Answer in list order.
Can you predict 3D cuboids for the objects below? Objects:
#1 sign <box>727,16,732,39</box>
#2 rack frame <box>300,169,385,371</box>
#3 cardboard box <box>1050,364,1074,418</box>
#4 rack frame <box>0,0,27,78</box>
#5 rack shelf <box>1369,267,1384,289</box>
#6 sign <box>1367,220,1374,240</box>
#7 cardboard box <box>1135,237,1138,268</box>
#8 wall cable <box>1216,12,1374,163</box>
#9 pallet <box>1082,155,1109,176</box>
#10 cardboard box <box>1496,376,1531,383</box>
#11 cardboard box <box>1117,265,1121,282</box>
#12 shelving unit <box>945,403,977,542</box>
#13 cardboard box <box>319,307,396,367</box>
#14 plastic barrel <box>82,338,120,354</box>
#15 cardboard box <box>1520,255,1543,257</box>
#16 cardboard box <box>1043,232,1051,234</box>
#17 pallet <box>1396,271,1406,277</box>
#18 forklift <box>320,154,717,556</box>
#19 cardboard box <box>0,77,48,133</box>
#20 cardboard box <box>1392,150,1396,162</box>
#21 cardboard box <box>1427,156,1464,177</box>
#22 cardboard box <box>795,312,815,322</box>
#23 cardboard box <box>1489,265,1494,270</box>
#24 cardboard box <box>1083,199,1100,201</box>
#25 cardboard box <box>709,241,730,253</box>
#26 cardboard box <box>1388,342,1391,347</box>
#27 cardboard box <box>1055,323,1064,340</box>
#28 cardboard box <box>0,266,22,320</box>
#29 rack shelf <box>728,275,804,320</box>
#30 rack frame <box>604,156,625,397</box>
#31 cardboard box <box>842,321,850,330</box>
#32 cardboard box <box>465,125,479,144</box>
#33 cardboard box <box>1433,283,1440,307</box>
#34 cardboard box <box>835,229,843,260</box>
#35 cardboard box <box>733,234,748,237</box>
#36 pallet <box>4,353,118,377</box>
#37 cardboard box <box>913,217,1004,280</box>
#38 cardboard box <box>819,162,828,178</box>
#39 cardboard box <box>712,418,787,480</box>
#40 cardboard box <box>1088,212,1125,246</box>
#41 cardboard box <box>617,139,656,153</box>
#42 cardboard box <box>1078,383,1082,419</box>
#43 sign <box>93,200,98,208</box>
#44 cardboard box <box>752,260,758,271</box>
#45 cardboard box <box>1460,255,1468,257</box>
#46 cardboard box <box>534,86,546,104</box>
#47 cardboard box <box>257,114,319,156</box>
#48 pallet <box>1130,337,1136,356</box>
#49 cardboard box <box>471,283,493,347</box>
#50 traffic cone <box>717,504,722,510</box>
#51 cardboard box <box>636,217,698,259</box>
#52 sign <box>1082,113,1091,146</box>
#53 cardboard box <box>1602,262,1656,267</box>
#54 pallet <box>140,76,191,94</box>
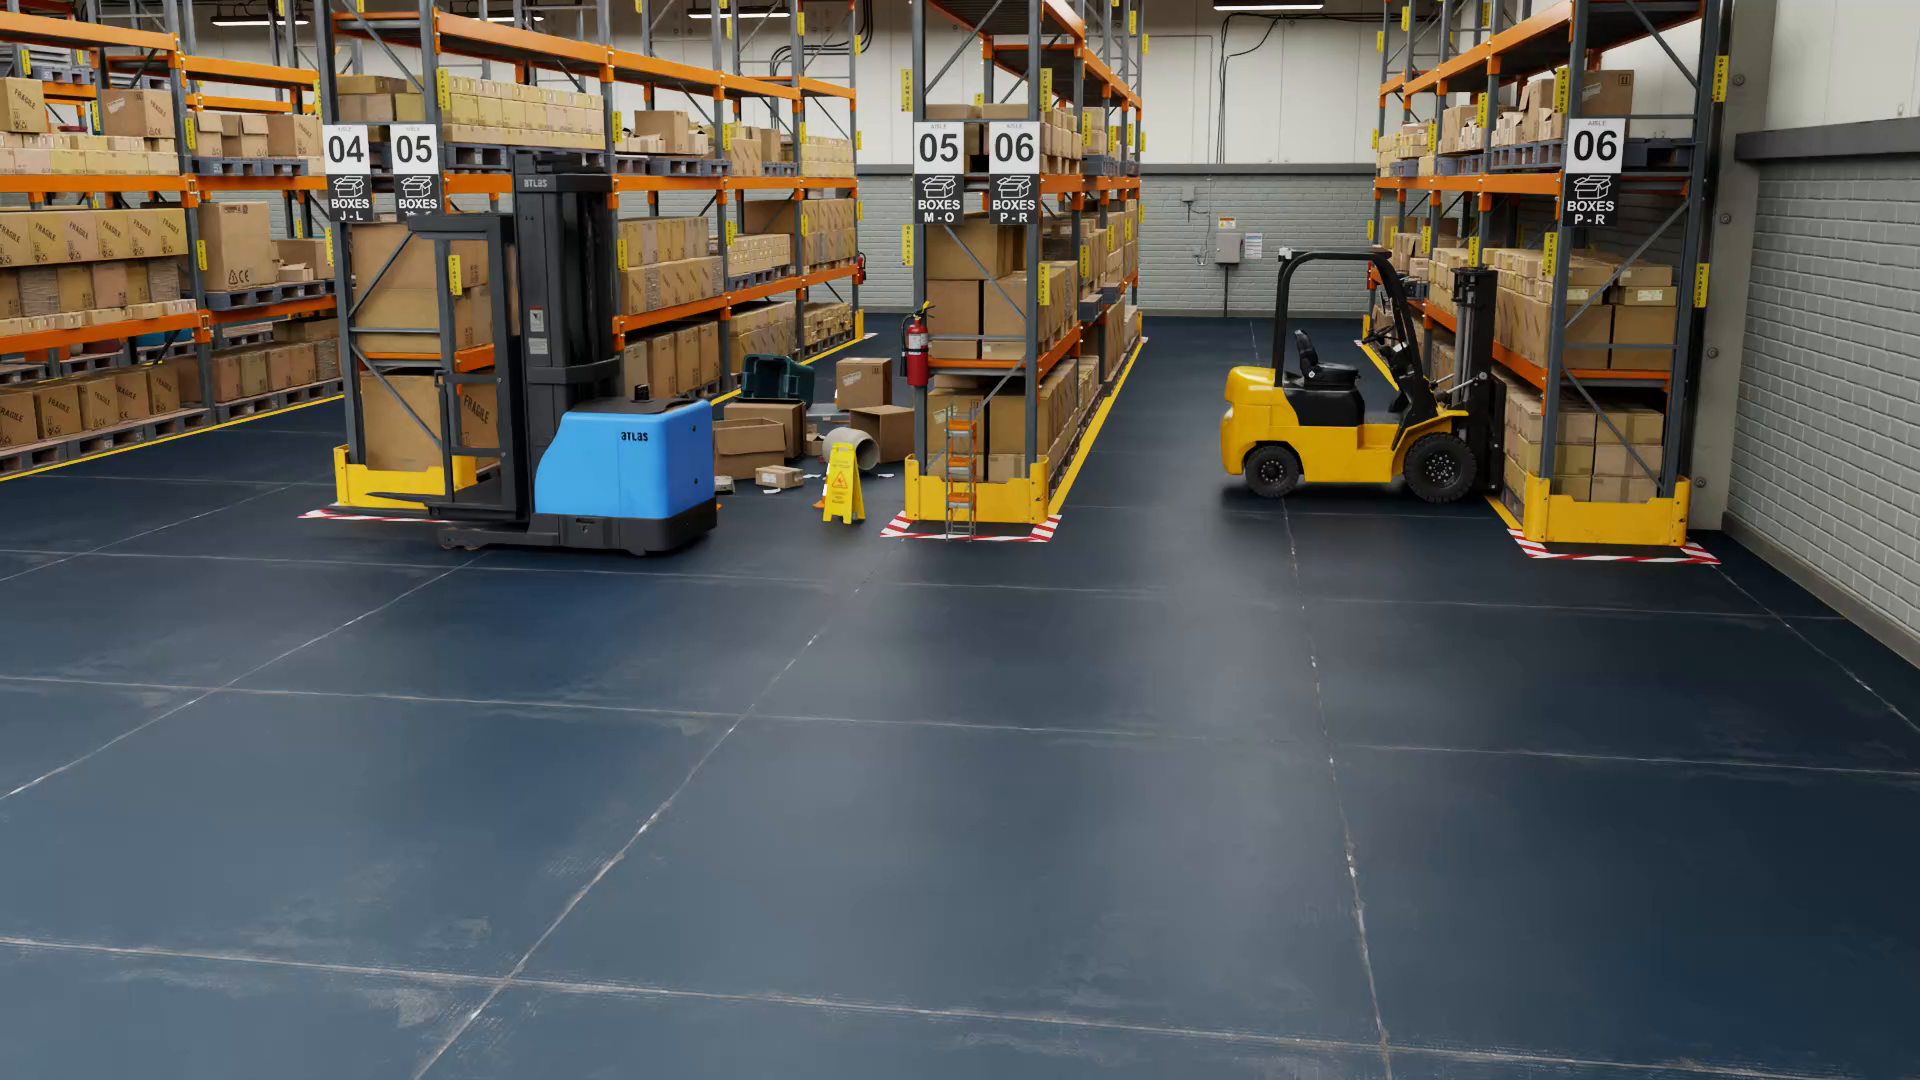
[{"bbox_3d":[-3.465,-7.724,25.067,0.100,0.325,0.005,2,12,9],"label":"sign"},{"bbox_3d":[-8.432,-3.623,22.686,1.000,3.000,0.127,2,12,9],"label":"rack frame"},{"bbox_3d":[0.842,-1.460,16.396,0.500,0.500,0.500,2,12,10],"label":"cardboard box"},{"bbox_3d":[-13.326,-6.717,22.799,1.000,3.000,0.127,2,12,9],"label":"rack frame"},{"bbox_3d":[7.188,-4.040,26.325,1.077,0.370,4.000,2,12,9],"label":"rack shelf"},{"bbox_3d":[6.959,-5.248,28.171,0.100,0.325,0.005,2,12,9],"label":"sign"},{"bbox_3d":[2.777,-4.907,28.408,0.500,0.500,0.500,2,12,9],"label":"cardboard box"},{"bbox_3d":[6.676,-8.989,33.254,2.988,3.039,0.133,2,12,9],"label":"wall cable"},{"bbox_3d":[0.945,-3.969,17.617,1.213,0.211,1.003,2,12,9],"label":"pallet"},{"bbox_3d":[5.111,-1.359,15.335,0.500,0.250,0.500,2,12,11],"label":"cardboard box"},{"bbox_3d":[2.075,-3.854,24.113,0.500,0.250,0.500,2,12,8],"label":"cardboard box"},{"bbox_3d":[0.008,-0.524,12.934,0.215,1.050,0.252,2,12,9],"label":"shelving unit"},{"bbox_3d":[-8.306,-2.933,23.529,1.225,0.875,0.875,1,12,6],"label":"cardboard box"},{"bbox_3d":[-13.094,-3.148,25.207,0.600,0.588,0.708,2,12,9],"label":"plastic barrel"},{"bbox_3d":[5.167,-2.441,14.717,0.380,0.149,0.250,2,12,9],"label":"cardboard box"},{"bbox_3d":[0.829,-3.292,19.210,0.500,0.500,0.500,1,12,7],"label":"cardboard box"},{"bbox_3d":[6.649,-3.718,23.582,1.003,0.211,1.213,2,12,9],"label":"pallet"},{"bbox_3d":[-3.496,-1.459,12.805,3.031,2.935,1.130,3,13,14],"label":"forklift"},{"bbox_3d":[-9.168,-4.163,15.942,0.500,0.500,0.500,2,12,8],"label":"cardboard box"},{"bbox_3d":[6.776,-5.730,24.993,0.500,0.250,0.500,1,12,7],"label":"cardboard box"},{"bbox_3d":[6.104,-4.650,20.686,0.500,0.250,0.500,1,12,7],"label":"cardboard box"},{"bbox_3d":[-2.565,-3.606,26.966,0.380,0.149,0.250,2,12,7],"label":"cardboard box"},{"bbox_3d":[5.302,-2.564,15.992,0.380,0.149,0.250,2,12,10],"label":"cardboard box"},{"bbox_3d":[2.128,-5.538,27.422,0.380,0.149,0.250,2,12,9],"label":"cardboard box"},{"bbox_3d":[-3.284,-3.906,22.184,0.380,0.149,0.250,2,12,9],"label":"cardboard box"},{"bbox_3d":[6.676,-2.912,25.156,0.380,0.149,0.250,2,12,7],"label":"cardboard box"},{"bbox_3d":[0.771,-1.951,15.524,0.380,0.149,0.250,2,12,9],"label":"cardboard box"},{"bbox_3d":[-9.593,-2.374,15.945,0.875,0.500,0.500,2,12,9],"label":"cardboard box"},{"bbox_3d":[-3.239,-3.506,23.851,1.077,0.370,4.000,2,12,9],"label":"rack shelf"},{"bbox_3d":[-4.162,-2.609,17.979,1.000,3.000,0.127,2,12,9],"label":"rack frame"},{"bbox_3d":[-2.131,-3.745,29.023,0.380,0.149,0.250,2,12,10],"label":"cardboard box"},{"bbox_3d":[-4.369,-3.488,14.300,0.380,0.149,0.250,2,12,9],"label":"cardboard box"},{"bbox_3d":[5.873,-2.880,19.593,0.500,0.250,0.500,2,12,7],"label":"cardboard box"},{"bbox_3d":[-2.284,-4.986,28.068,0.500,0.500,0.500,2,12,9],"label":"cardboard box"},{"bbox_3d":[-3.447,-4.580,25.315,0.380,0.149,0.250,3,12,12],"label":"cardboard box"},{"bbox_3d":[-13.246,-2.586,24.493,1.003,0.211,1.213,2,12,9],"label":"pallet"},{"bbox_3d":[-0.008,-2.433,13.848,0.700,0.500,0.500,2,12,7],"label":"cardboard box"},{"bbox_3d":[-2.432,-5.967,26.799,0.500,0.250,0.500,2,12,11],"label":"cardboard box"},{"bbox_3d":[-2.102,-0.864,15.809,0.797,0.503,0.637,-7,14,-30],"label":"cardboard box"},{"bbox_3d":[2.154,-4.571,24.475,0.500,0.500,0.500,2,12,10],"label":"cardboard box"},{"bbox_3d":[-3.690,-4.490,18.949,0.380,0.149,0.250,2,12,9],"label":"cardboard box"},{"bbox_3d":[0.823,-1.500,18.072,0.950,0.372,0.625,2,12,9],"label":"cardboard box"},{"bbox_3d":[-16.445,-6.309,31.649,0.100,0.325,0.005,2,12,9],"label":"sign"},{"bbox_3d":[-3.077,-3.887,23.508,0.380,0.149,0.250,2,12,9],"label":"cardboard box"},{"bbox_3d":[5.650,-3.021,18.113,0.380,0.149,0.250,2,12,9],"label":"cardboard box"},{"bbox_3d":[-4.137,-4.194,15.683,0.380,0.149,0.250,2,12,9],"label":"cardboard box"},{"bbox_3d":[-8.418,-5.066,20.836,0.500,0.500,0.500,2,12,10],"label":"cardboard box"},{"bbox_3d":[2.354,-3.182,27.258,1.003,0.211,1.213,2,12,9],"label":"pallet"},{"bbox_3d":[-4.702,-2.044,15.000,0.875,0.550,0.550,2,12,9],"label":"cardboard box"},{"bbox_3d":[-2.228,-0.493,14.184,0.336,0.463,0.334,2,12,9],"label":"traffic cone"},{"bbox_3d":[-3.702,-3.781,20.806,0.700,0.500,0.500,2,12,8],"label":"cardboard box"},{"bbox_3d":[1.282,-4.173,16.888,0.100,0.325,0.005,2,12,9],"label":"sign"},{"bbox_3d":[5.397,-2.160,13.413,0.380,0.149,0.250,2,12,10],"label":"cardboard box"},{"bbox_3d":[-12.808,-7.088,25.921,1.003,0.211,1.213,2,12,9],"label":"pallet"}]
